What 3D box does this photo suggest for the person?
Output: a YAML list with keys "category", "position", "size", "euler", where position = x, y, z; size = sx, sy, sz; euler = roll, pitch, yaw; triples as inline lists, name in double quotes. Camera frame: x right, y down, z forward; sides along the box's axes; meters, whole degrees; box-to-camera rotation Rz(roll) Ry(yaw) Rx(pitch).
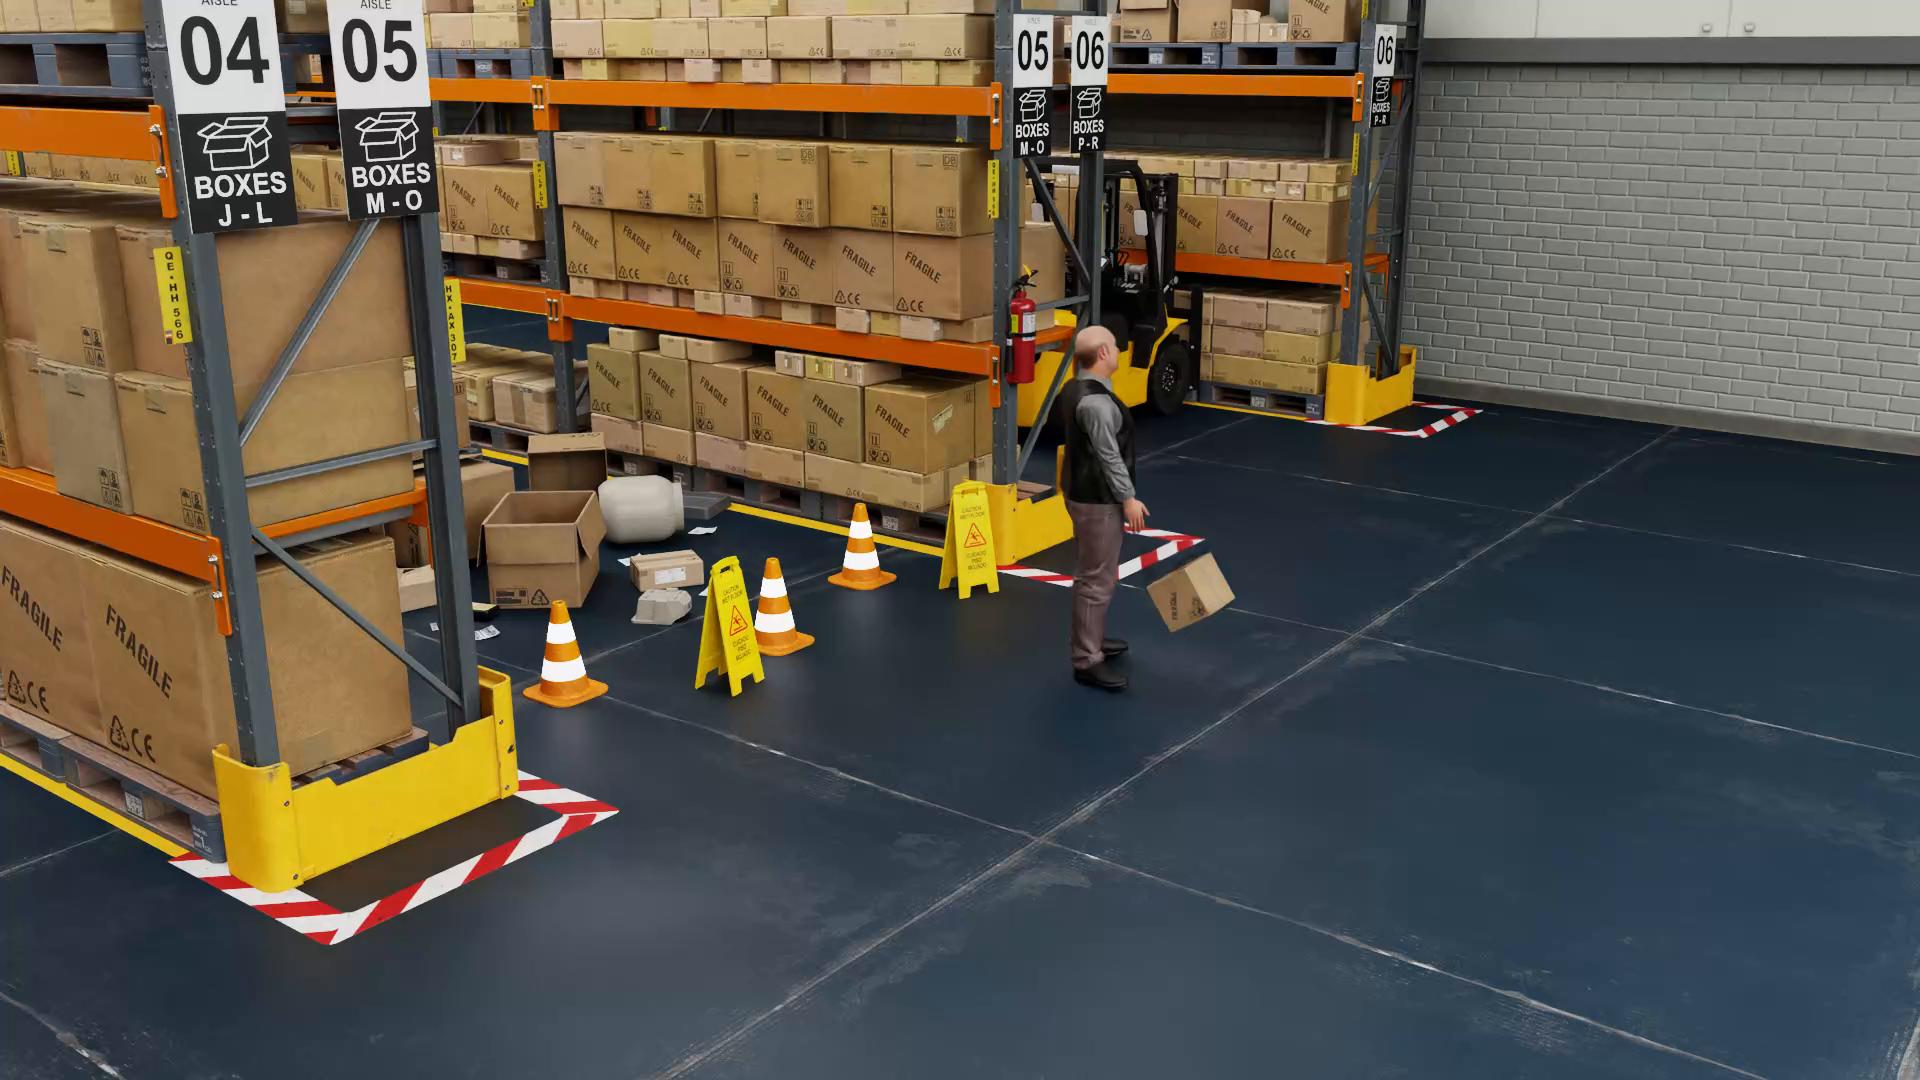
- category: "person"
  position: [0.697, -0.184, 8.130]
  size: [0.398, 1.731, 0.599]
  euler: [-2, 17, -6]
